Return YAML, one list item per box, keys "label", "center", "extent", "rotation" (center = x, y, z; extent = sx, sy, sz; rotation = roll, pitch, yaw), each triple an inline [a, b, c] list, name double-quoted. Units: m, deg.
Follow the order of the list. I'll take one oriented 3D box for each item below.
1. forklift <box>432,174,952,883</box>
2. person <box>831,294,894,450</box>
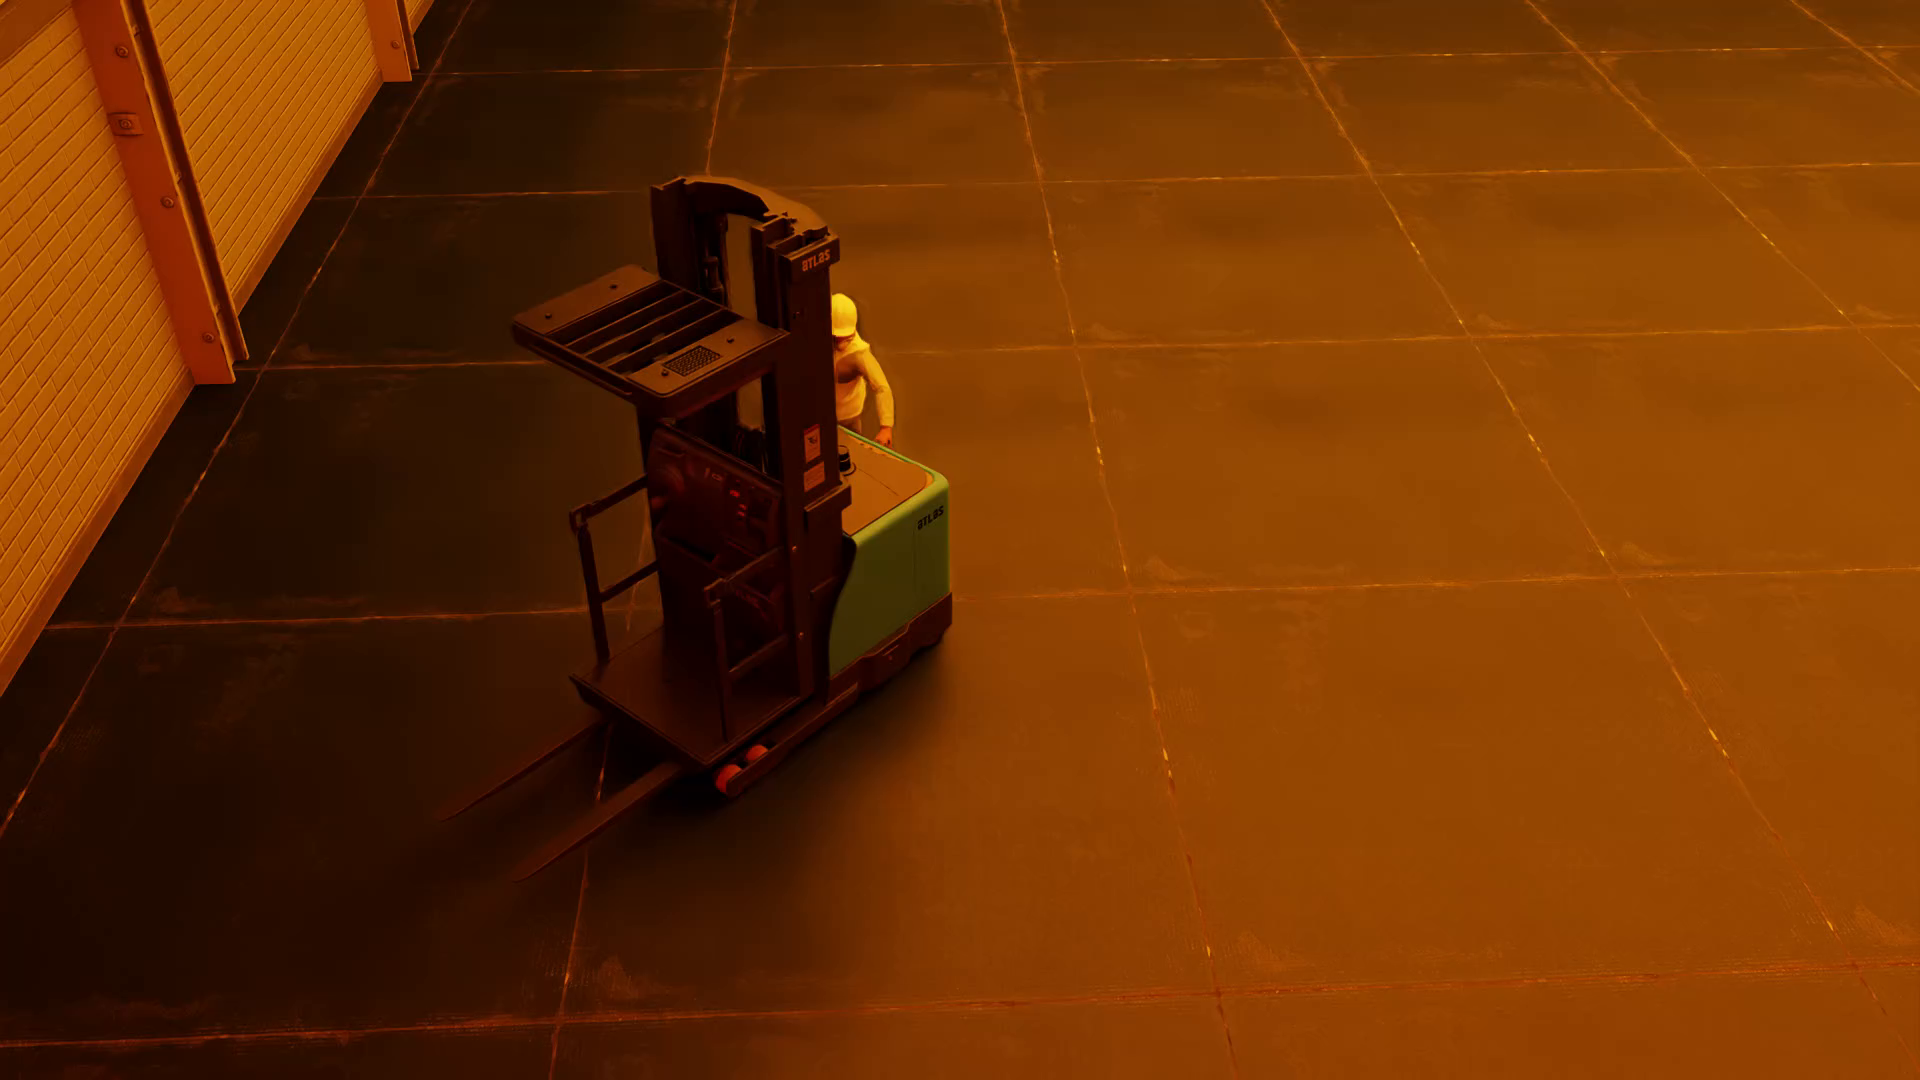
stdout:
- label: "forklift"
  center: [-1.382, -0.185, 8.264]
  extent: [1.130, 2.935, 3.031]
  rotation: [27, 44, 32]
- label: "person"
  center: [-0.765, -0.851, 10.438]
  extent: [0.956, 1.542, 0.731]
  rotation: [3, 36, 4]
